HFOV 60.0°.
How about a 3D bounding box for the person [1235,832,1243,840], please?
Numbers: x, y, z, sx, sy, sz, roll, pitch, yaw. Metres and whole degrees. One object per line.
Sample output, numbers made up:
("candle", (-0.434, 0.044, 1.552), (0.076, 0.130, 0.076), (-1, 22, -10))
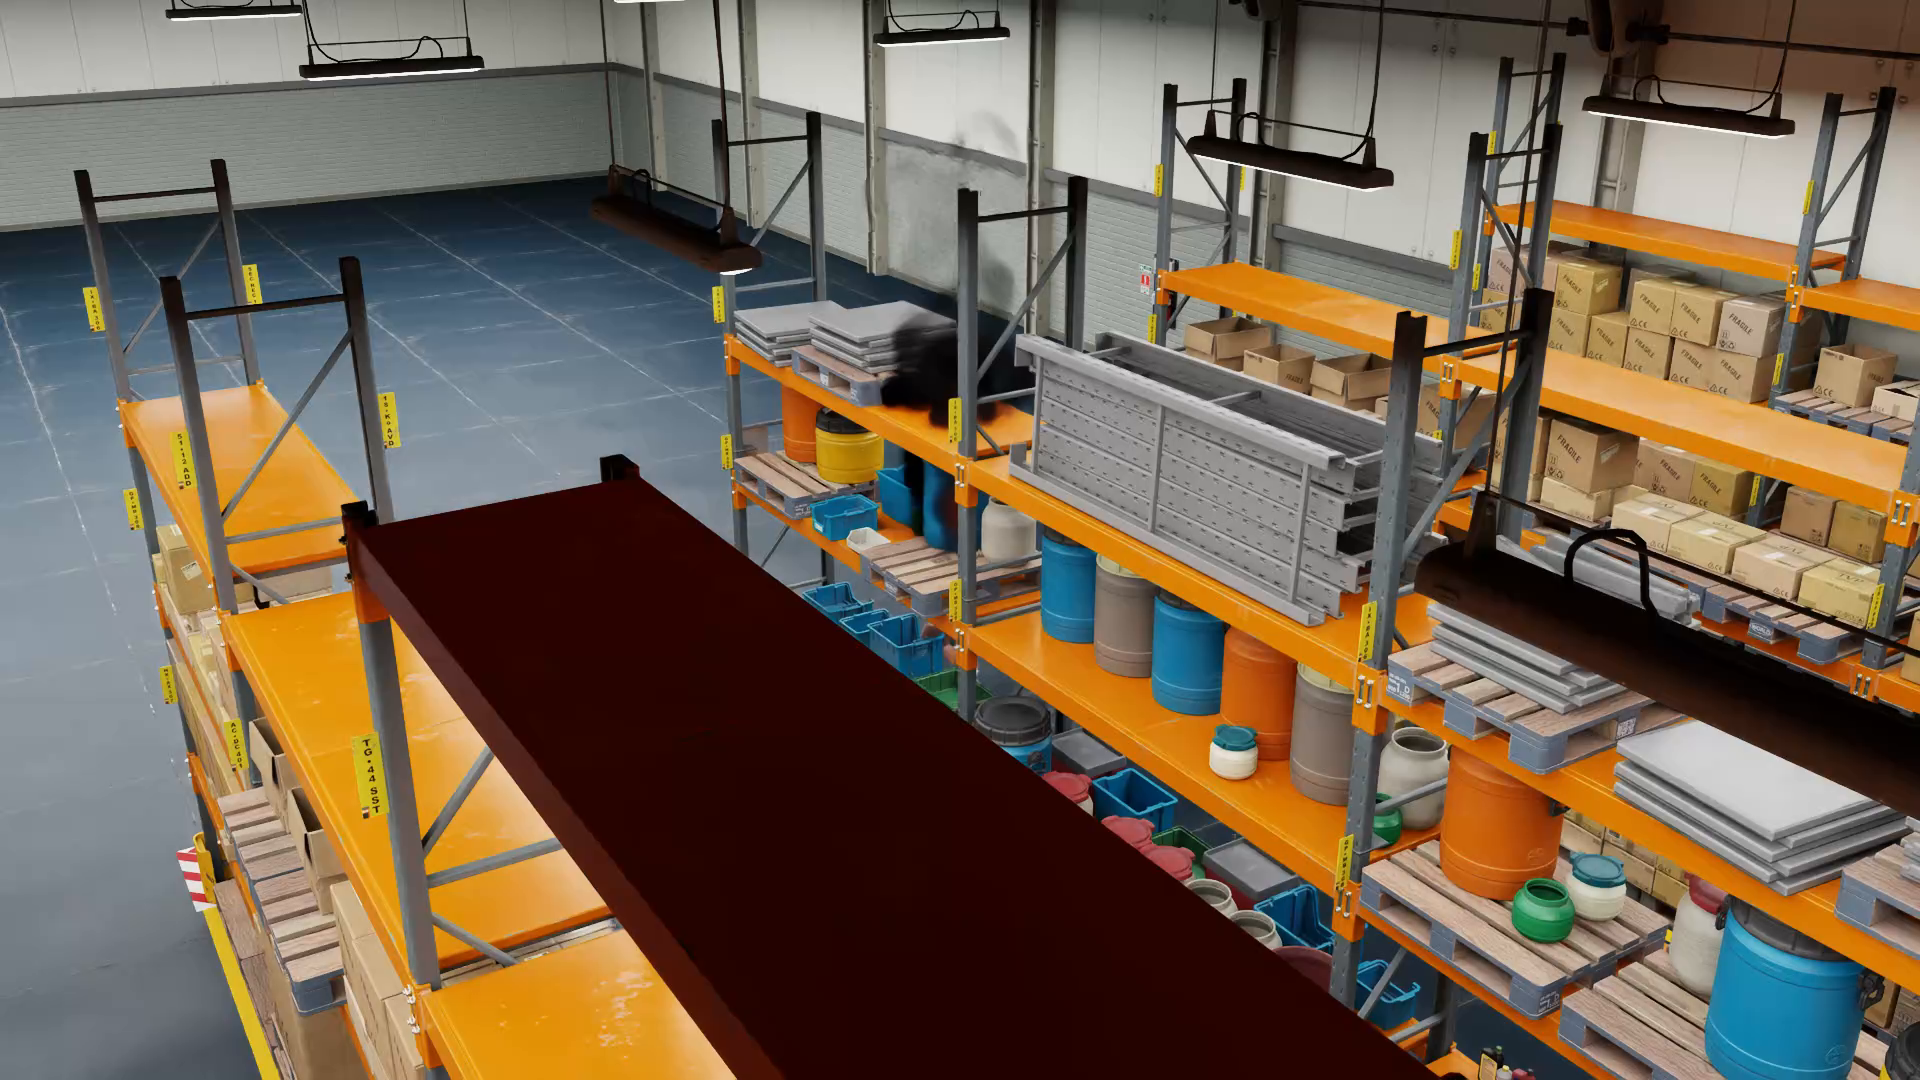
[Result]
("person", (2.541, 2.233, 13.615), (0.569, 1.627, 0.655), (-17, 28, -37))

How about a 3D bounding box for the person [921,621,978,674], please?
("person", (-0.212, 0.836, 17.158), (0.800, 1.609, 0.597), (19, 29, 39))

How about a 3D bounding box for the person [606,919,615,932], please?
("person", (-2.880, 2.449, 12.984), (0.608, 1.705, 0.812), (-14, 26, -31))
